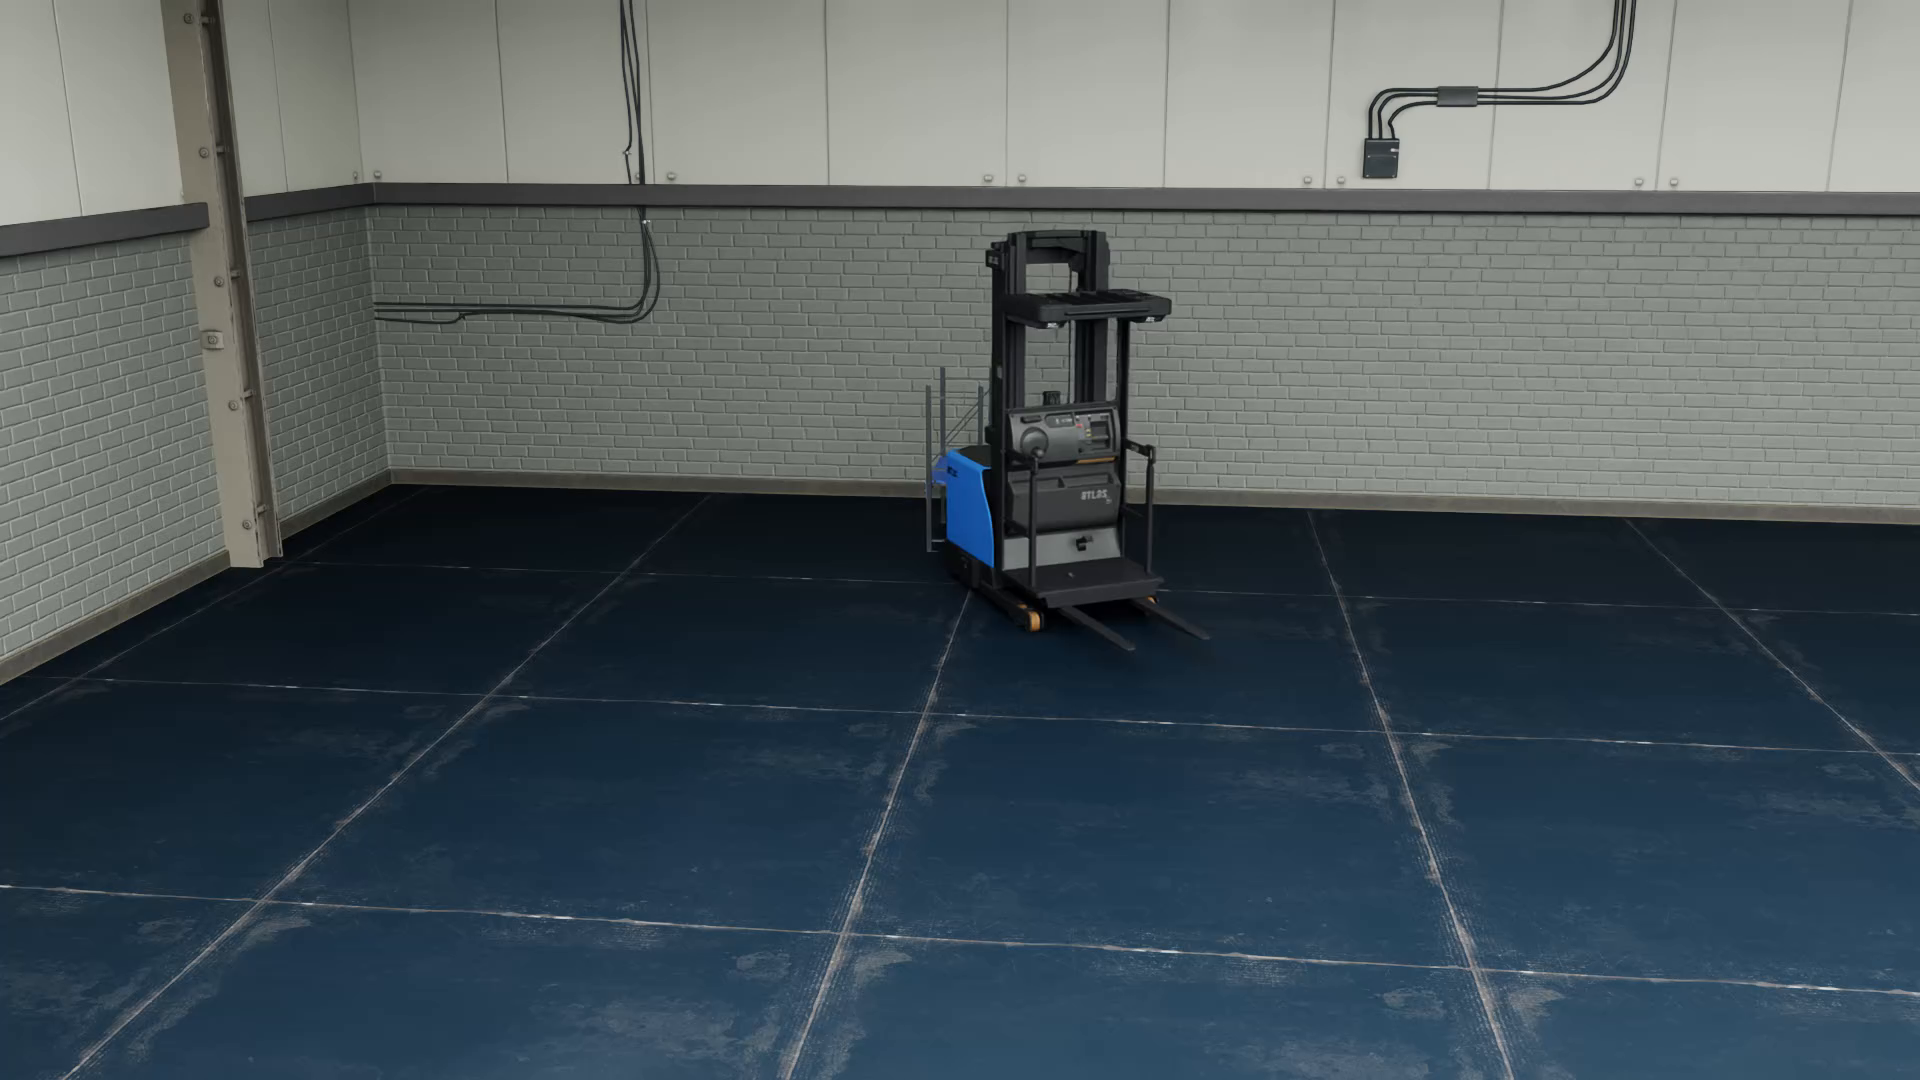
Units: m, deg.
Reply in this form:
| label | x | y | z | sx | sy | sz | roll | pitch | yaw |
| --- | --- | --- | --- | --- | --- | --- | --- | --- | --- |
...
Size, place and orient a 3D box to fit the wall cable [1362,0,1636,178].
| label | x | y | z | sx | sy | sz | roll | pitch | yaw |
| --- | --- | --- | --- | --- | --- | --- | --- | --- | --- |
| wall cable | 4.904 | -6.244 | 14.587 | 2.305 | 6.003 | 0.169 | 2 | 15 | 6 |

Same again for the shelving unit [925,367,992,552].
| label | x | y | z | sx | sy | sz | roll | pitch | yaw |
| --- | --- | --- | --- | --- | --- | --- | --- | --- | --- |
| shelving unit | 0.010 | -0.746 | 15.136 | 0.538 | 1.500 | 1.048 | 2 | 15 | 6 |

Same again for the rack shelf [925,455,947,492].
| label | x | y | z | sx | sy | sz | roll | pitch | yaw |
| --- | --- | --- | --- | --- | --- | --- | --- | --- | --- |
| rack shelf | 0.010 | -0.572 | 15.183 | 0.538 | 0.185 | 1.000 | 2 | 15 | 6 |

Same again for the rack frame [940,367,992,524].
| label | x | y | z | sx | sy | sz | roll | pitch | yaw |
| --- | --- | --- | --- | --- | --- | --- | --- | --- | --- |
| rack frame | 0.067 | -0.878 | 15.624 | 0.500 | 1.500 | 0.032 | 2 | 15 | 6 |

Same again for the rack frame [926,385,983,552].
| label | x | y | z | sx | sy | sz | roll | pitch | yaw |
| --- | --- | --- | --- | --- | --- | --- | --- | --- | --- |
| rack frame | -0.048 | -0.614 | 14.648 | 0.500 | 1.500 | 0.032 | 2 | 15 | 6 |

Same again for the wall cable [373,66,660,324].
| label | x | y | z | sx | sy | sz | roll | pitch | yaw |
| --- | --- | --- | --- | --- | --- | --- | --- | --- | --- |
| wall cable | -4.527 | -3.387 | 16.486 | 3.097 | 2.526 | 0.112 | 2 | 15 | 6 |

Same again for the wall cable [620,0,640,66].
| label | x | y | z | sx | sy | sz | roll | pitch | yaw |
| --- | --- | --- | --- | --- | --- | --- | --- | --- | --- |
| wall cable | -1.839 | -5.745 | 15.532 | 3.097 | 2.526 | 0.112 | 2 | 15 | 6 |

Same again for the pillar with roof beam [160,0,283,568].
| label | x | y | z | sx | sy | sz | roll | pitch | yaw |
| --- | --- | --- | --- | --- | --- | --- | --- | --- | --- |
| pillar with roof beam | -1.896 | -4.034 | 12.930 | 9.100 | 9.000 | 0.400 | 2 | 15 | 6 |

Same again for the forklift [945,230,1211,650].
| label | x | y | z | sx | sy | sz | roll | pitch | yaw |
| --- | --- | --- | --- | --- | --- | --- | --- | --- | --- |
| forklift | 0.900 | -0.835 | 12.723 | 1.130 | 2.935 | 3.031 | -6 | 16 | -22 |
